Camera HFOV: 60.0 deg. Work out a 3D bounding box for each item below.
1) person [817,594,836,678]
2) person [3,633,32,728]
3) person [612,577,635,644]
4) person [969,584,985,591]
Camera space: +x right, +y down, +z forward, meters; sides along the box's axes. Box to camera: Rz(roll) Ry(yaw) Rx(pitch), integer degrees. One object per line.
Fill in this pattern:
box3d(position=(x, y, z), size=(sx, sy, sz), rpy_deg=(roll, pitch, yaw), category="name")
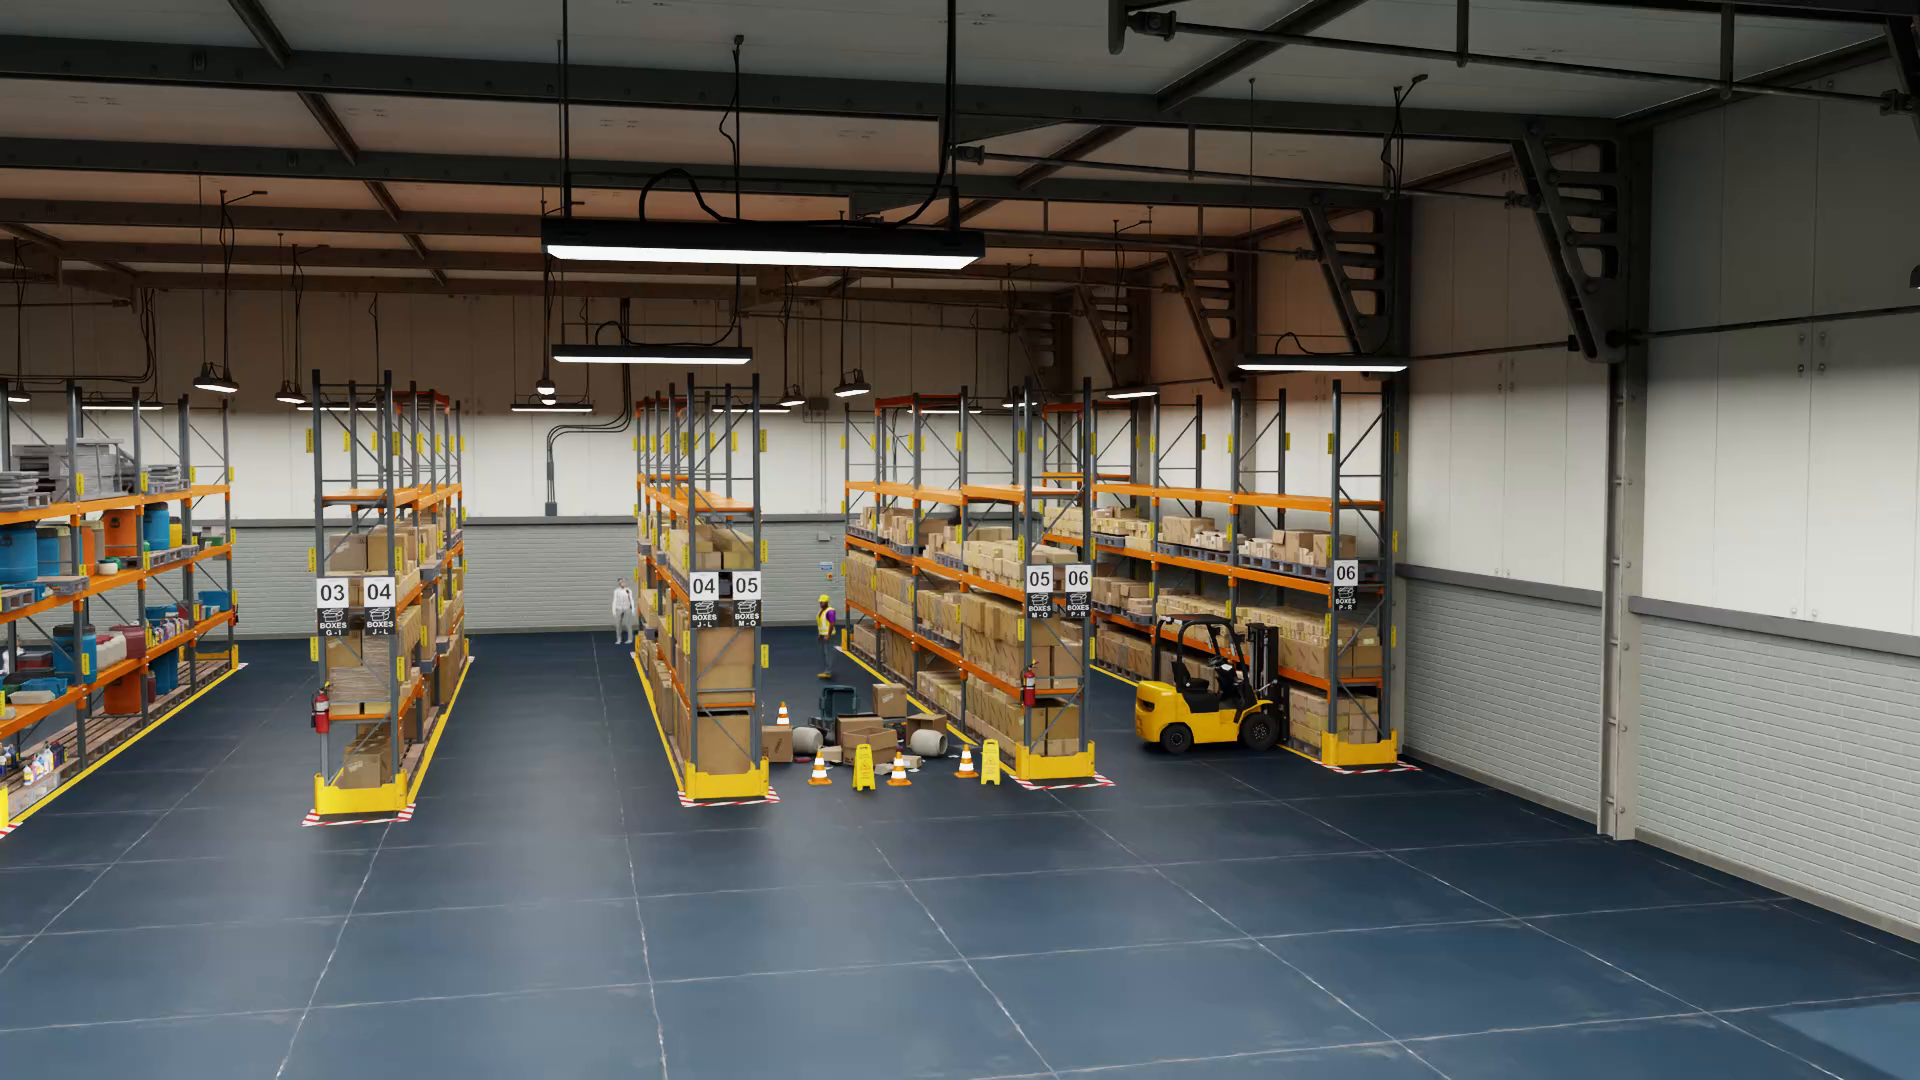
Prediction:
box3d(position=(-2.898, 2.054, 35.593), size=(0.431, 1.774, 0.585), rpy_deg=(-2, 4, -30), category="person")
box3d(position=(-16.598, 2.488, 29.369), size=(0.445, 1.713, 0.519), rpy_deg=(2, 4, 31), category="person")
box3d(position=(-8.437, 1.776, 41.707), size=(0.527, 1.698, 0.363), rpy_deg=(0, 3, 3), category="person")
box3d(position=(0.409, 1.662, 42.909), size=(0.940, 1.720, 0.668), rpy_deg=(-1, 3, -17), category="person")
